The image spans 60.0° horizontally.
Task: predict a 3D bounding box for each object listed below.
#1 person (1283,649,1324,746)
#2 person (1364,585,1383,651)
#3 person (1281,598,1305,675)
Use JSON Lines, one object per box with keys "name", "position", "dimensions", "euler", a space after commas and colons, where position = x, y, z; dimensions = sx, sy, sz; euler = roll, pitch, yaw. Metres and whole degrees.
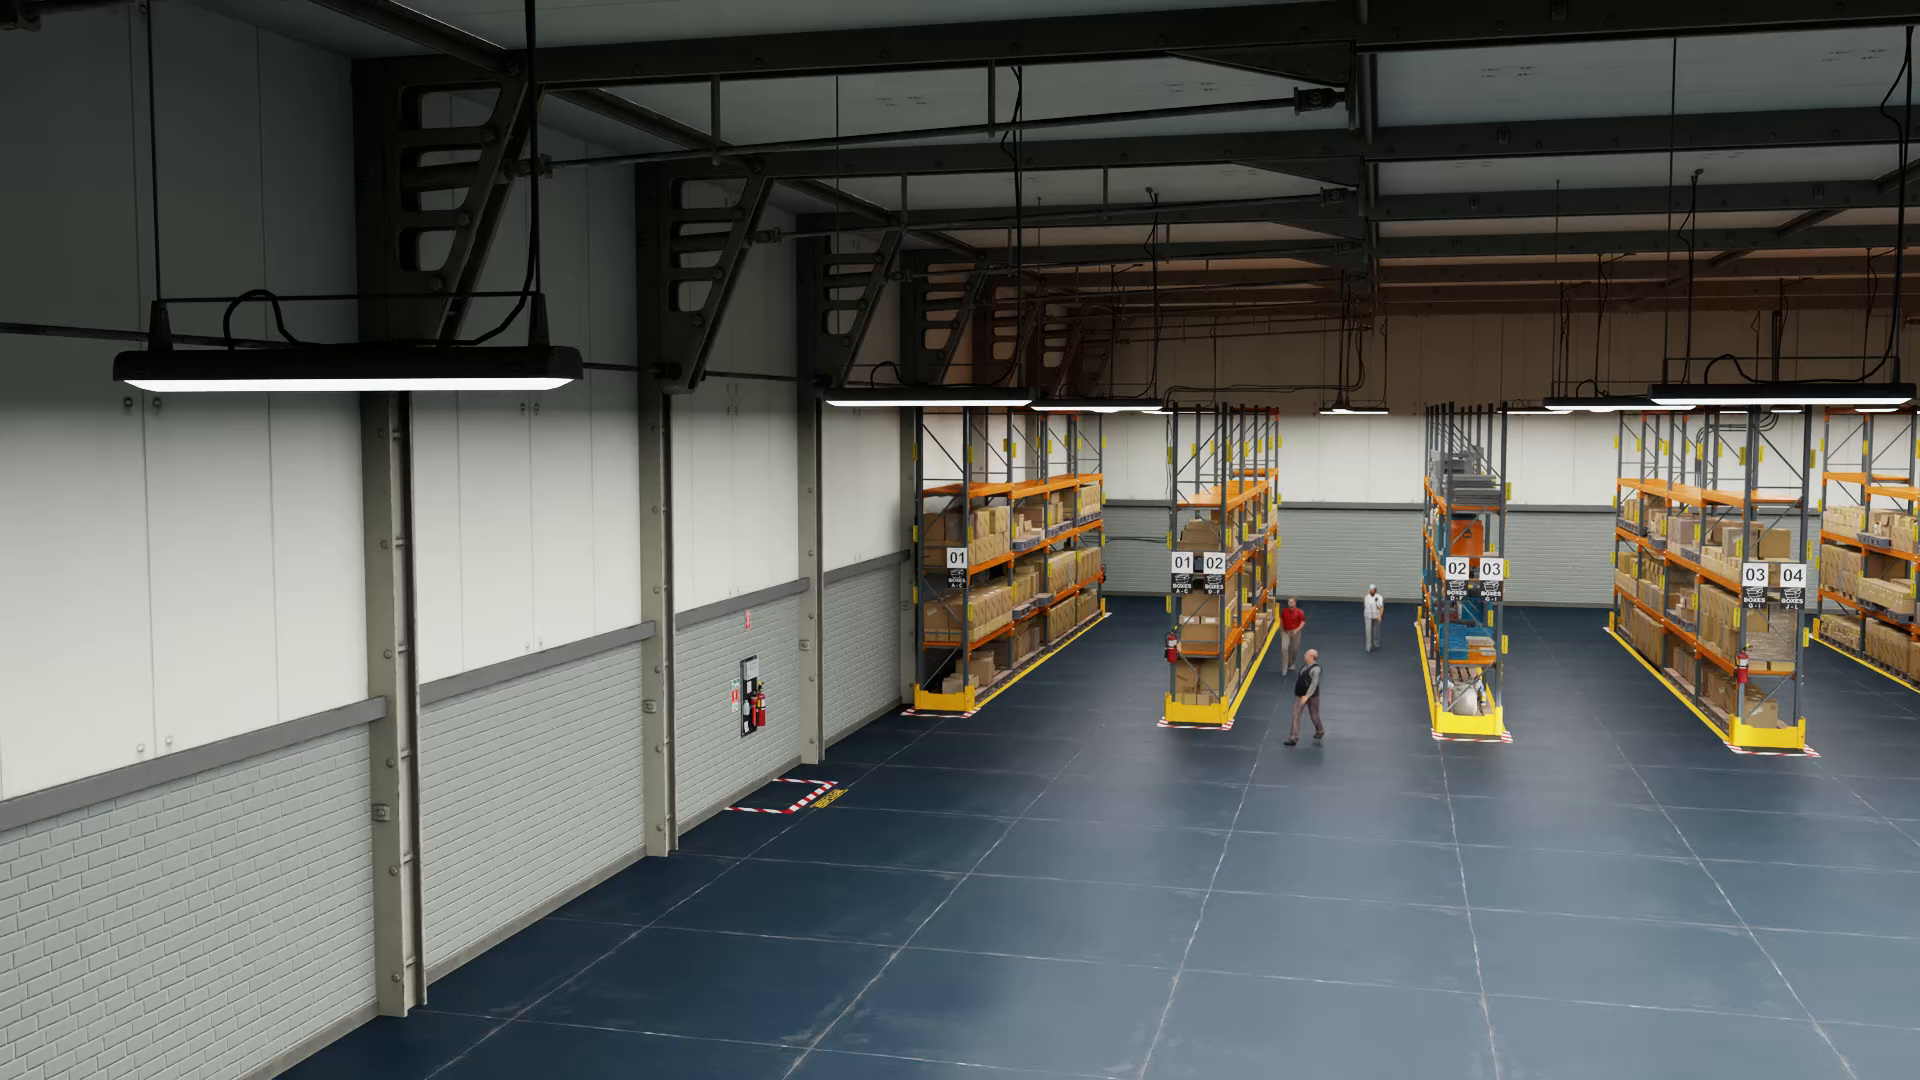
{"name": "person", "position": [6.064, 2.743, 29.050], "dimensions": [0.500, 1.677, 1.054], "euler": [3, 5, 32]}
{"name": "person", "position": [10.145, 1.902, 40.808], "dimensions": [0.467, 1.607, 0.988], "euler": [1, 4, 14]}
{"name": "person", "position": [7.451, 2.145, 37.288], "dimensions": [0.551, 1.719, 0.975], "euler": [1, 4, 14]}
